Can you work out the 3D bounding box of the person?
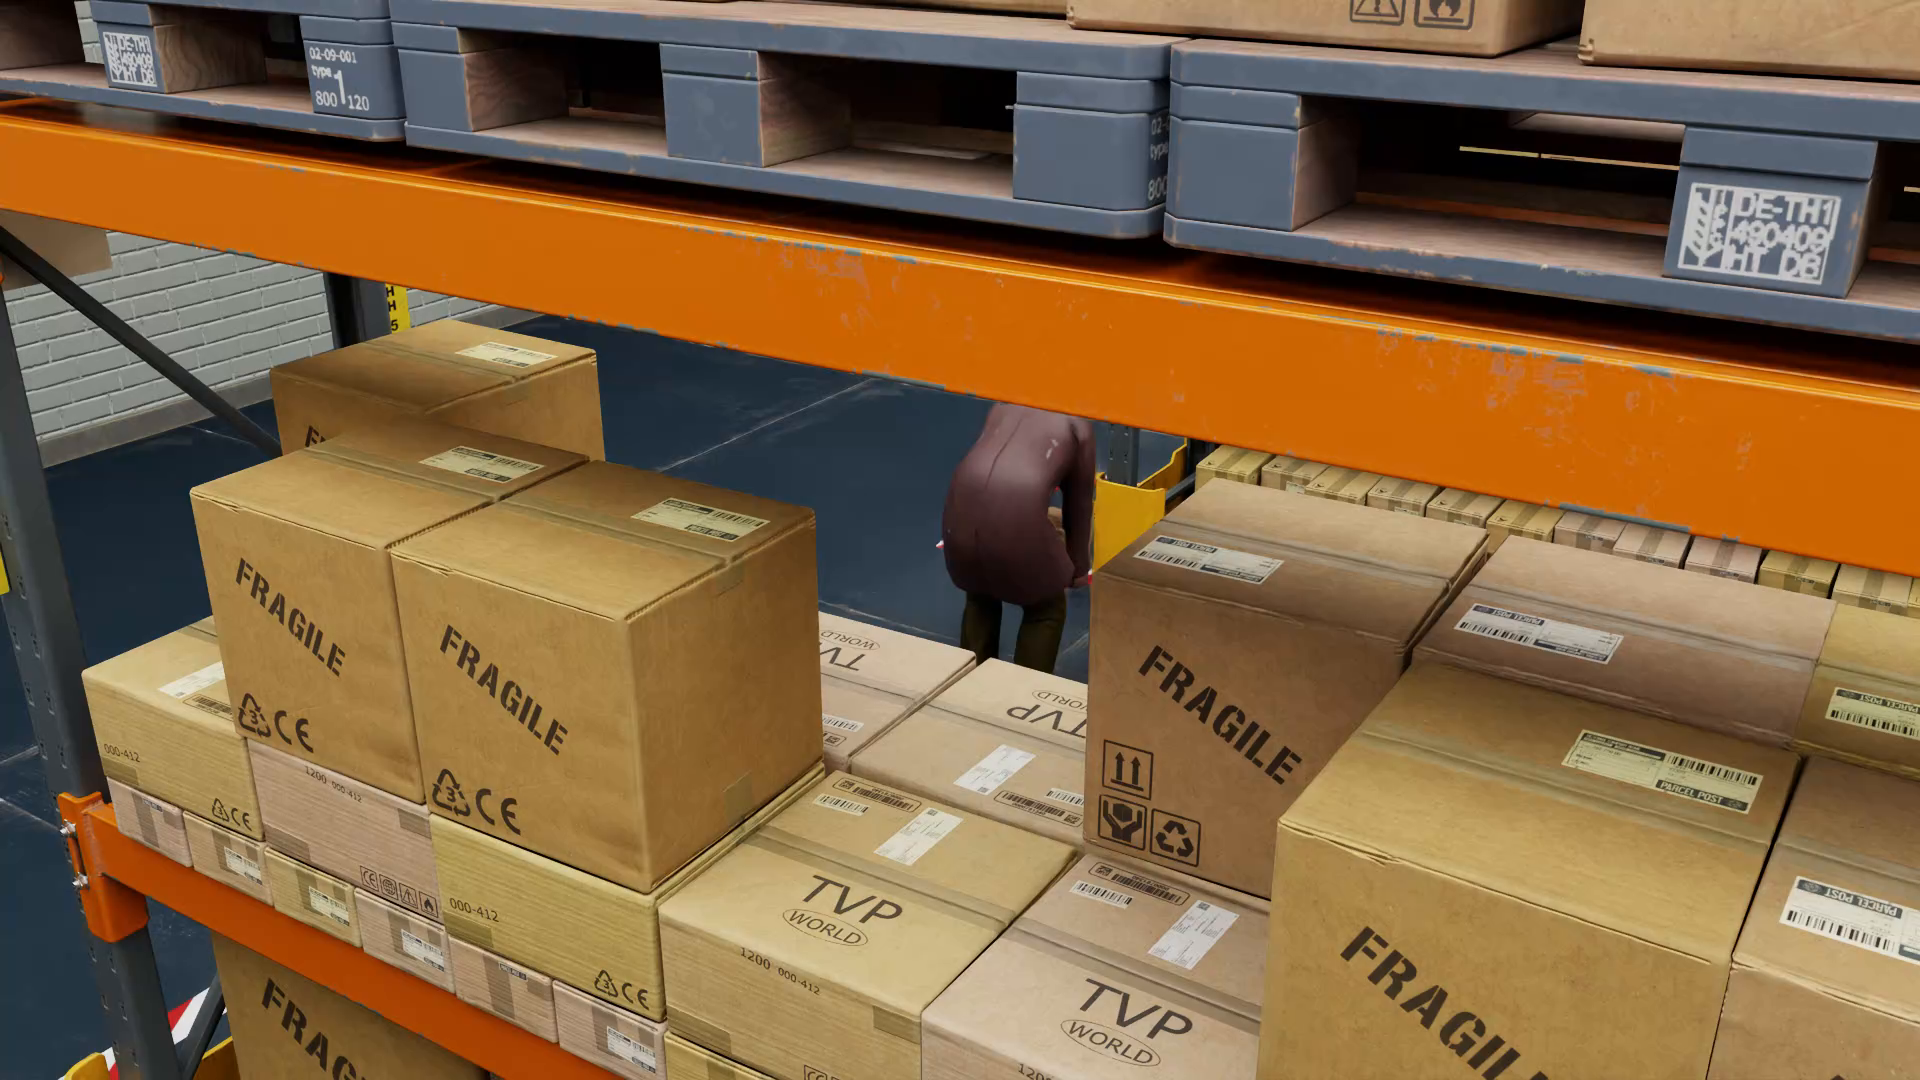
[{"bbox_3d":[0.273,0.024,6.515,0.541,1.428,0.859,13,26,28],"label":"person"}]
